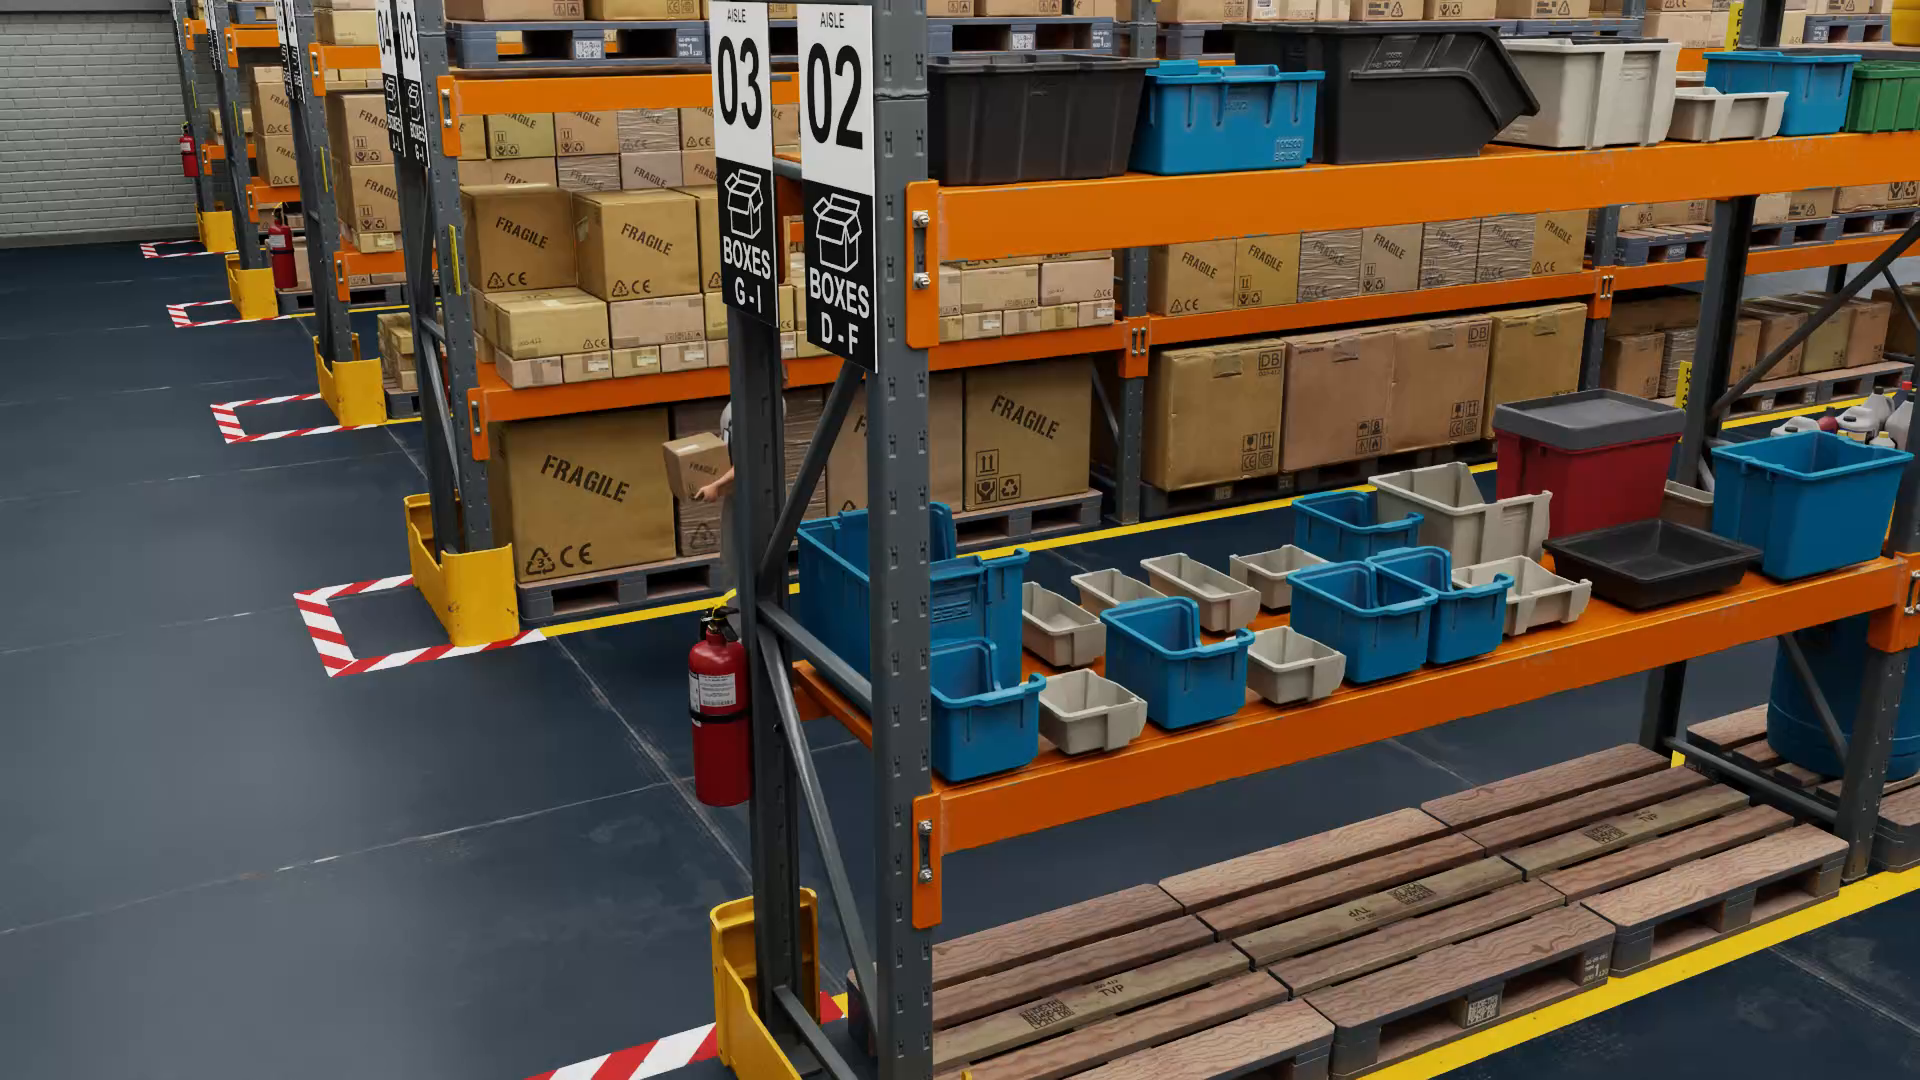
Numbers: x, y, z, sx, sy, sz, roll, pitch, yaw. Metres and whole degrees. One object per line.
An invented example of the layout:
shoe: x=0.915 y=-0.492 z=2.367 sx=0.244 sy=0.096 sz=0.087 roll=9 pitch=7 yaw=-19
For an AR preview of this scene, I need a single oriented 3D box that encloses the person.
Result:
person: x=-1.079 y=-0.199 z=8.175 sx=0.555 sy=1.662 sz=0.437 roll=-9 pitch=21 yaw=-26
